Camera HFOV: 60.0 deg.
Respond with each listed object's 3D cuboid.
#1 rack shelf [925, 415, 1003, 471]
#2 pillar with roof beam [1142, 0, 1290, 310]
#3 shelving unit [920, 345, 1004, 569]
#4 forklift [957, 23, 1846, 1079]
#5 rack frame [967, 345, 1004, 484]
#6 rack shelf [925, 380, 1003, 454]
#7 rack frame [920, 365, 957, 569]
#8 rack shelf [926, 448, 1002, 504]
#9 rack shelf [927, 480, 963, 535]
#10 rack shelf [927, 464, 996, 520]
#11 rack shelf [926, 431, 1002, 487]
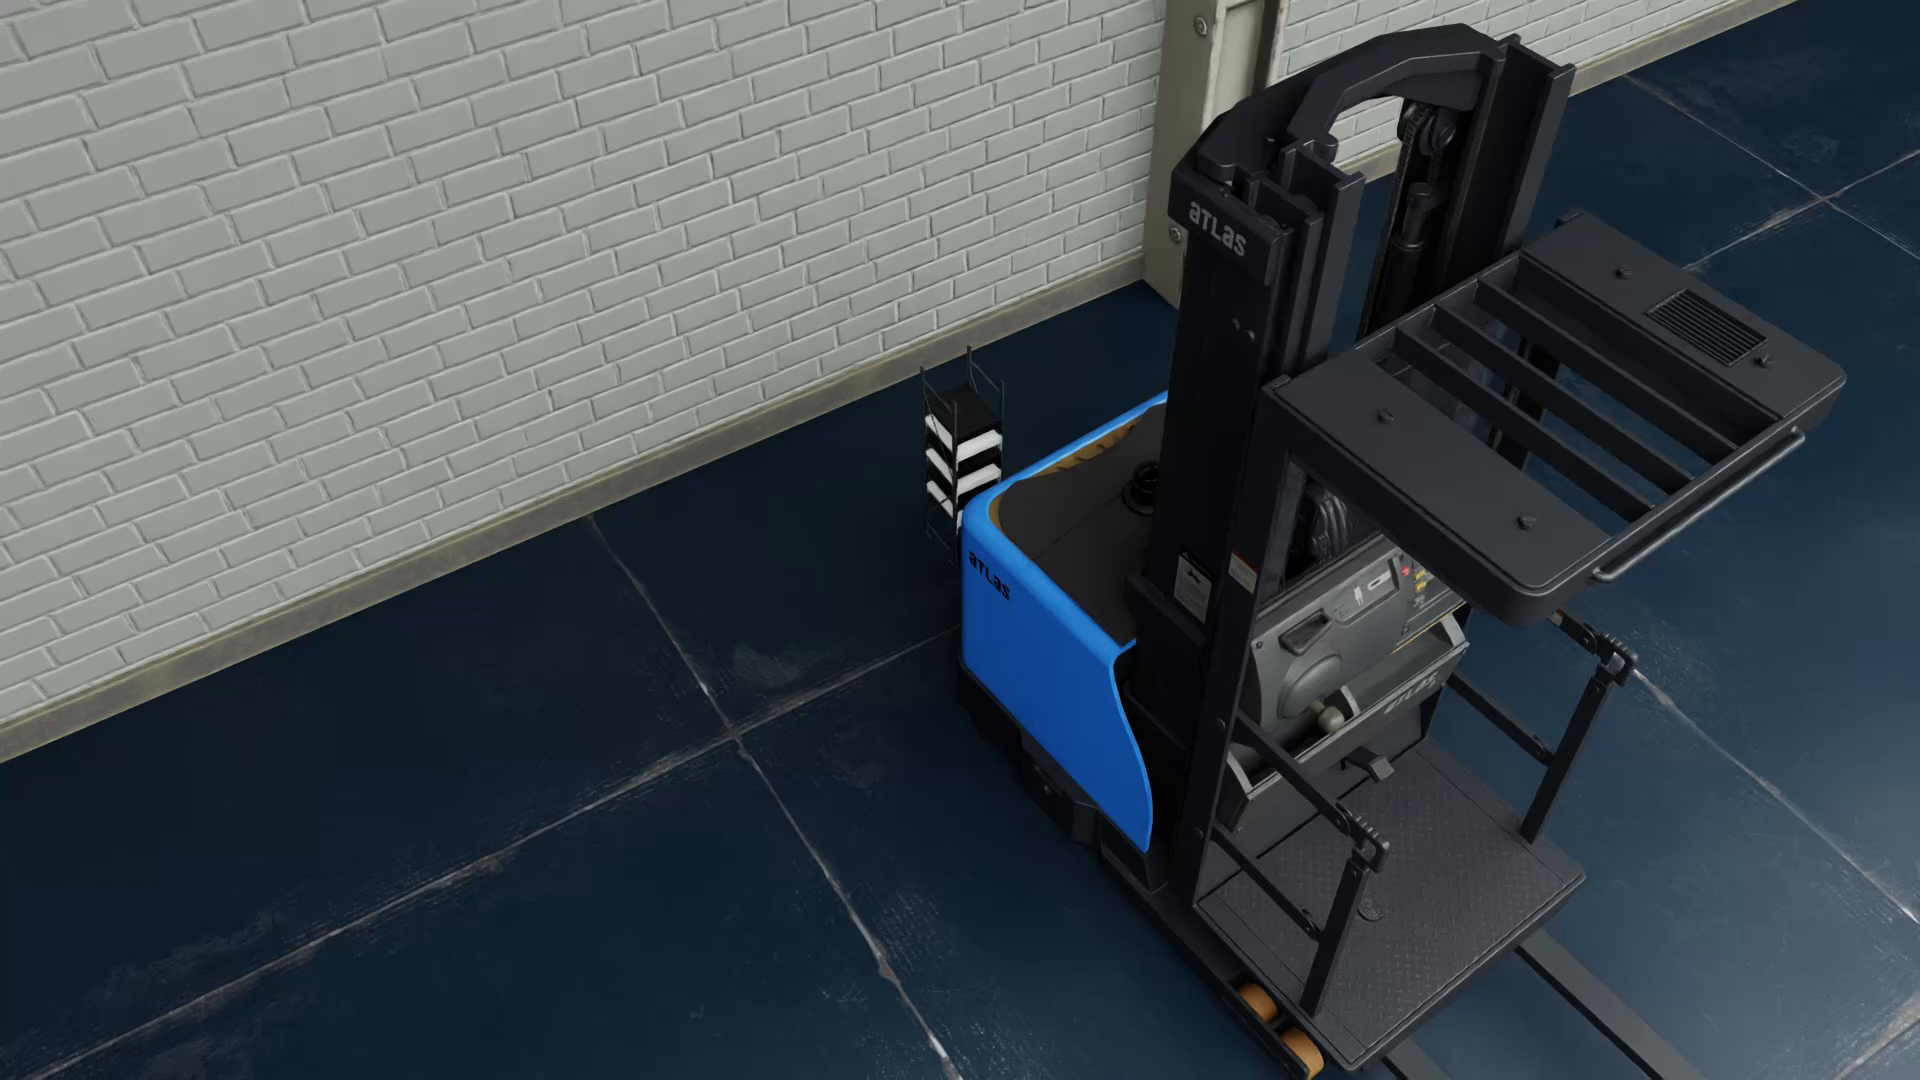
[{"bbox_3d":[0.007,-0.400,6.253,0.200,0.077,0.258,-25,53,-21],"label":"rack shelf"},{"bbox_3d":[3.383,-1.504,2.009,0.400,9.000,9.100,-25,53,-21],"label":"pillar with roof beam"},{"bbox_3d":[0.007,-0.302,6.362,0.210,0.900,0.258,-25,53,-21],"label":"shelving unit"},{"bbox_3d":[1.277,0.286,4.478,1.130,2.935,3.031,-29,55,-24],"label":"forklift"},{"bbox_3d":[0.093,-0.343,6.398,0.006,0.900,0.240,-25,53,-21],"label":"rack frame"},{"bbox_3d":[0.007,-0.460,6.185,0.200,0.077,0.258,-25,53,-21],"label":"rack shelf"},{"bbox_3d":[-0.079,-0.262,6.326,0.006,0.900,0.240,-25,53,-21],"label":"rack frame"},{"bbox_3d":[0.007,-0.280,6.387,0.200,0.077,0.258,-25,53,-21],"label":"rack shelf"},{"bbox_3d":[0.007,-0.161,6.521,0.200,0.077,0.258,-25,53,-21],"label":"rack shelf"},{"bbox_3d":[0.007,-0.220,6.454,0.200,0.077,0.258,-25,53,-21],"label":"rack shelf"},{"bbox_3d":[0.007,-0.340,6.320,0.200,0.077,0.258,-25,53,-21],"label":"rack shelf"}]
